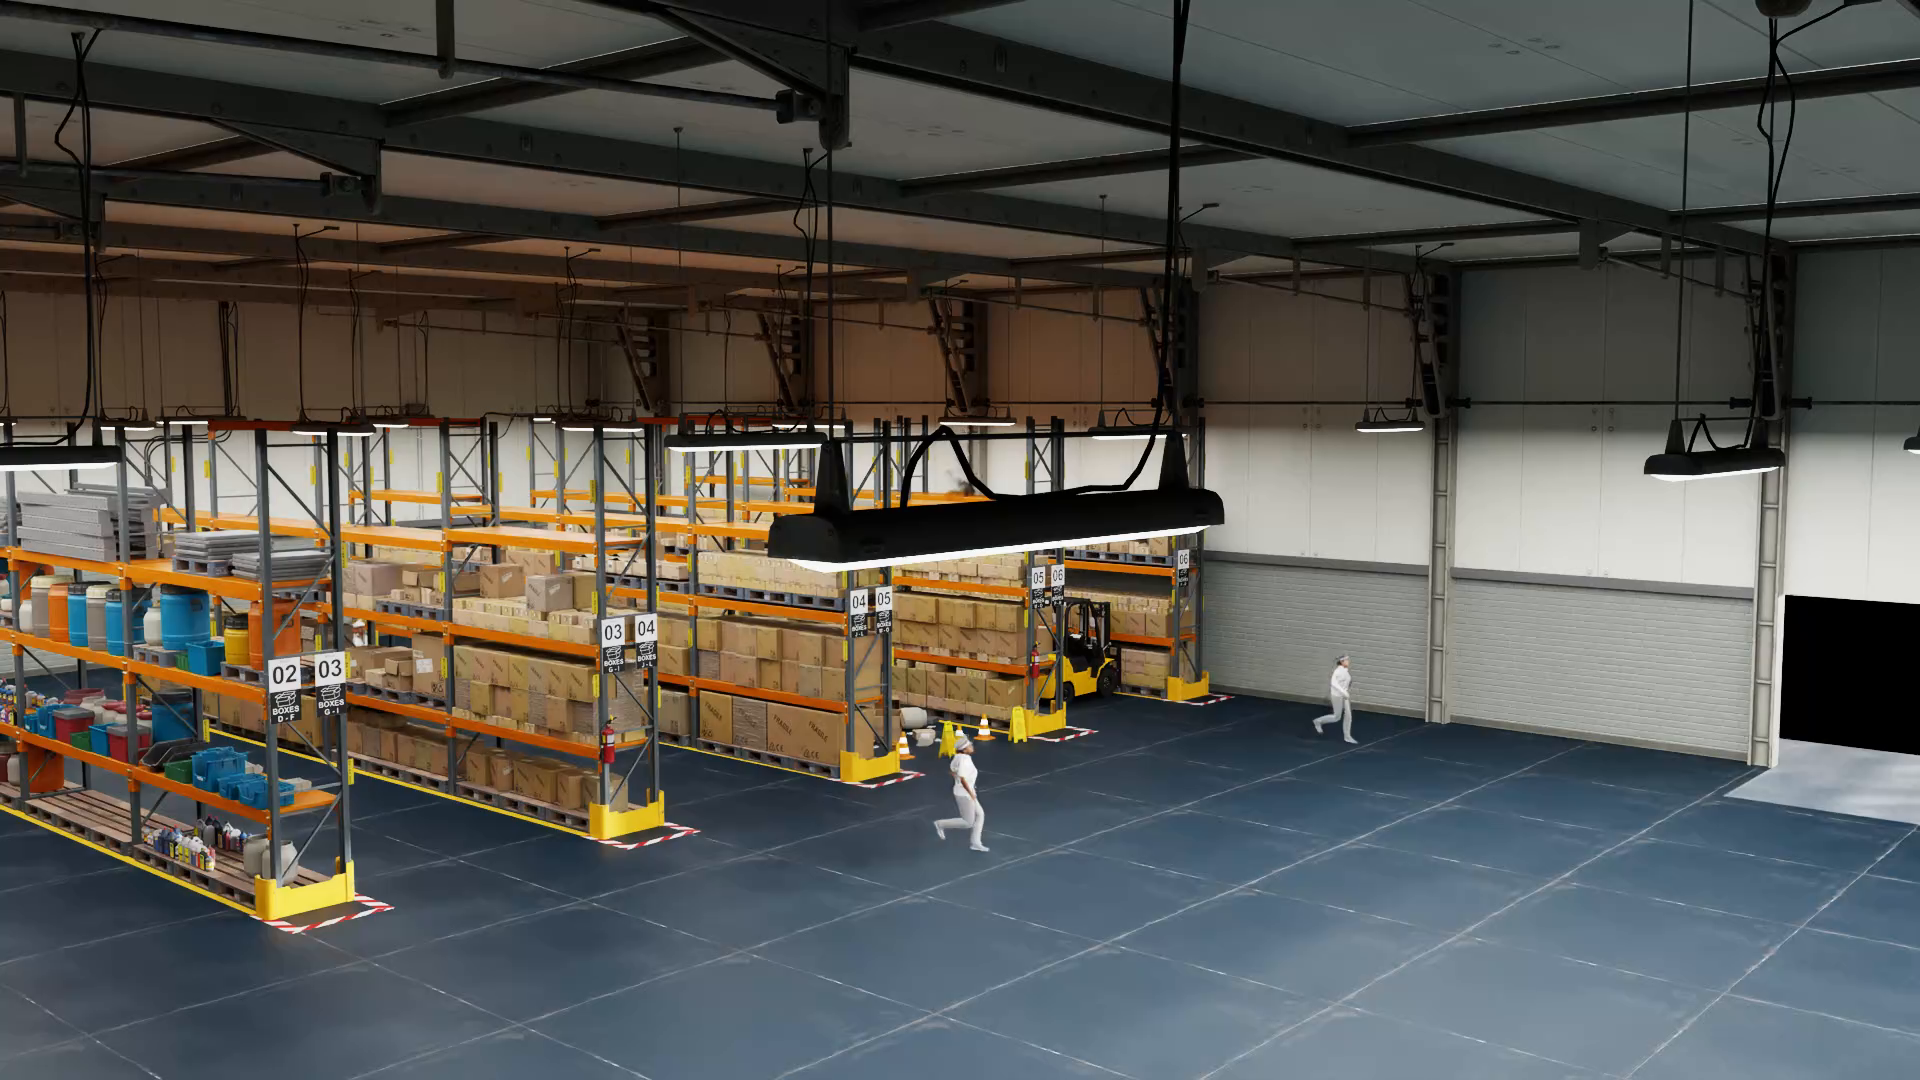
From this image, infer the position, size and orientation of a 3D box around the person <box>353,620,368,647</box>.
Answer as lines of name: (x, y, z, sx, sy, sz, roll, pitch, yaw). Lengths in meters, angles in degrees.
person: (-12.428, 2.555, 34.522, 0.939, 1.780, 0.649, 4, 6, 37)

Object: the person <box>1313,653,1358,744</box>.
person: (7.064, 2.933, 31.036, 0.817, 1.680, 0.641, 3, 5, 28)

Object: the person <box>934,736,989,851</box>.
person: (0.021, 3.579, 23.407, 0.803, 1.670, 0.572, -1, 5, -7)
